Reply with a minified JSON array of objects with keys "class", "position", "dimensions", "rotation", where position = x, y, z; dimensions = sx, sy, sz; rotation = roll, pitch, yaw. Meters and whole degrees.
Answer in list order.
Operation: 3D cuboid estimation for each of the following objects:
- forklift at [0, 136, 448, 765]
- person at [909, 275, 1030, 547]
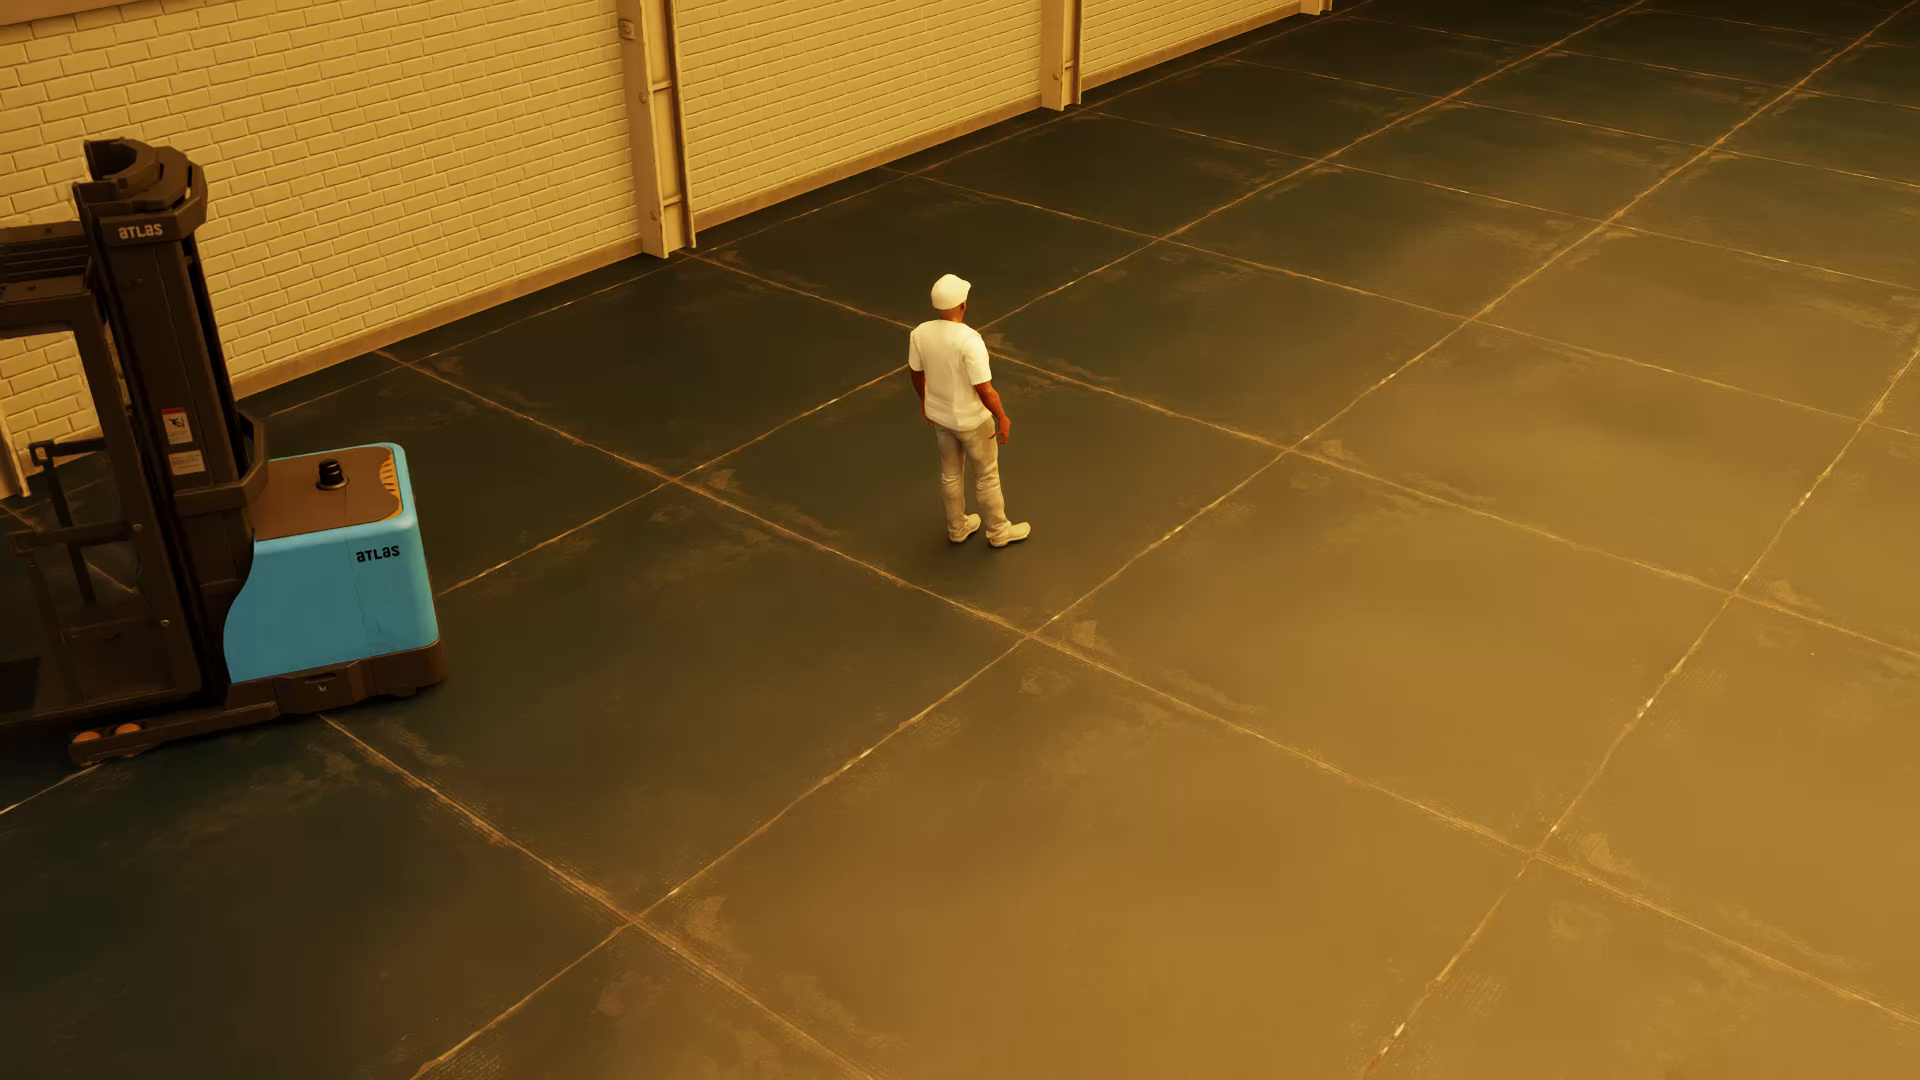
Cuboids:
[{"class":"forklift","position":[-4.375,-0.415,8.304],"dimensions":[3.031,2.935,1.130],"rotation":[-11,32,-18]},{"class":"person","position":[0.048,-0.794,10.094],"dimensions":[0.665,1.765,0.577],"rotation":[22,37,33]}]
